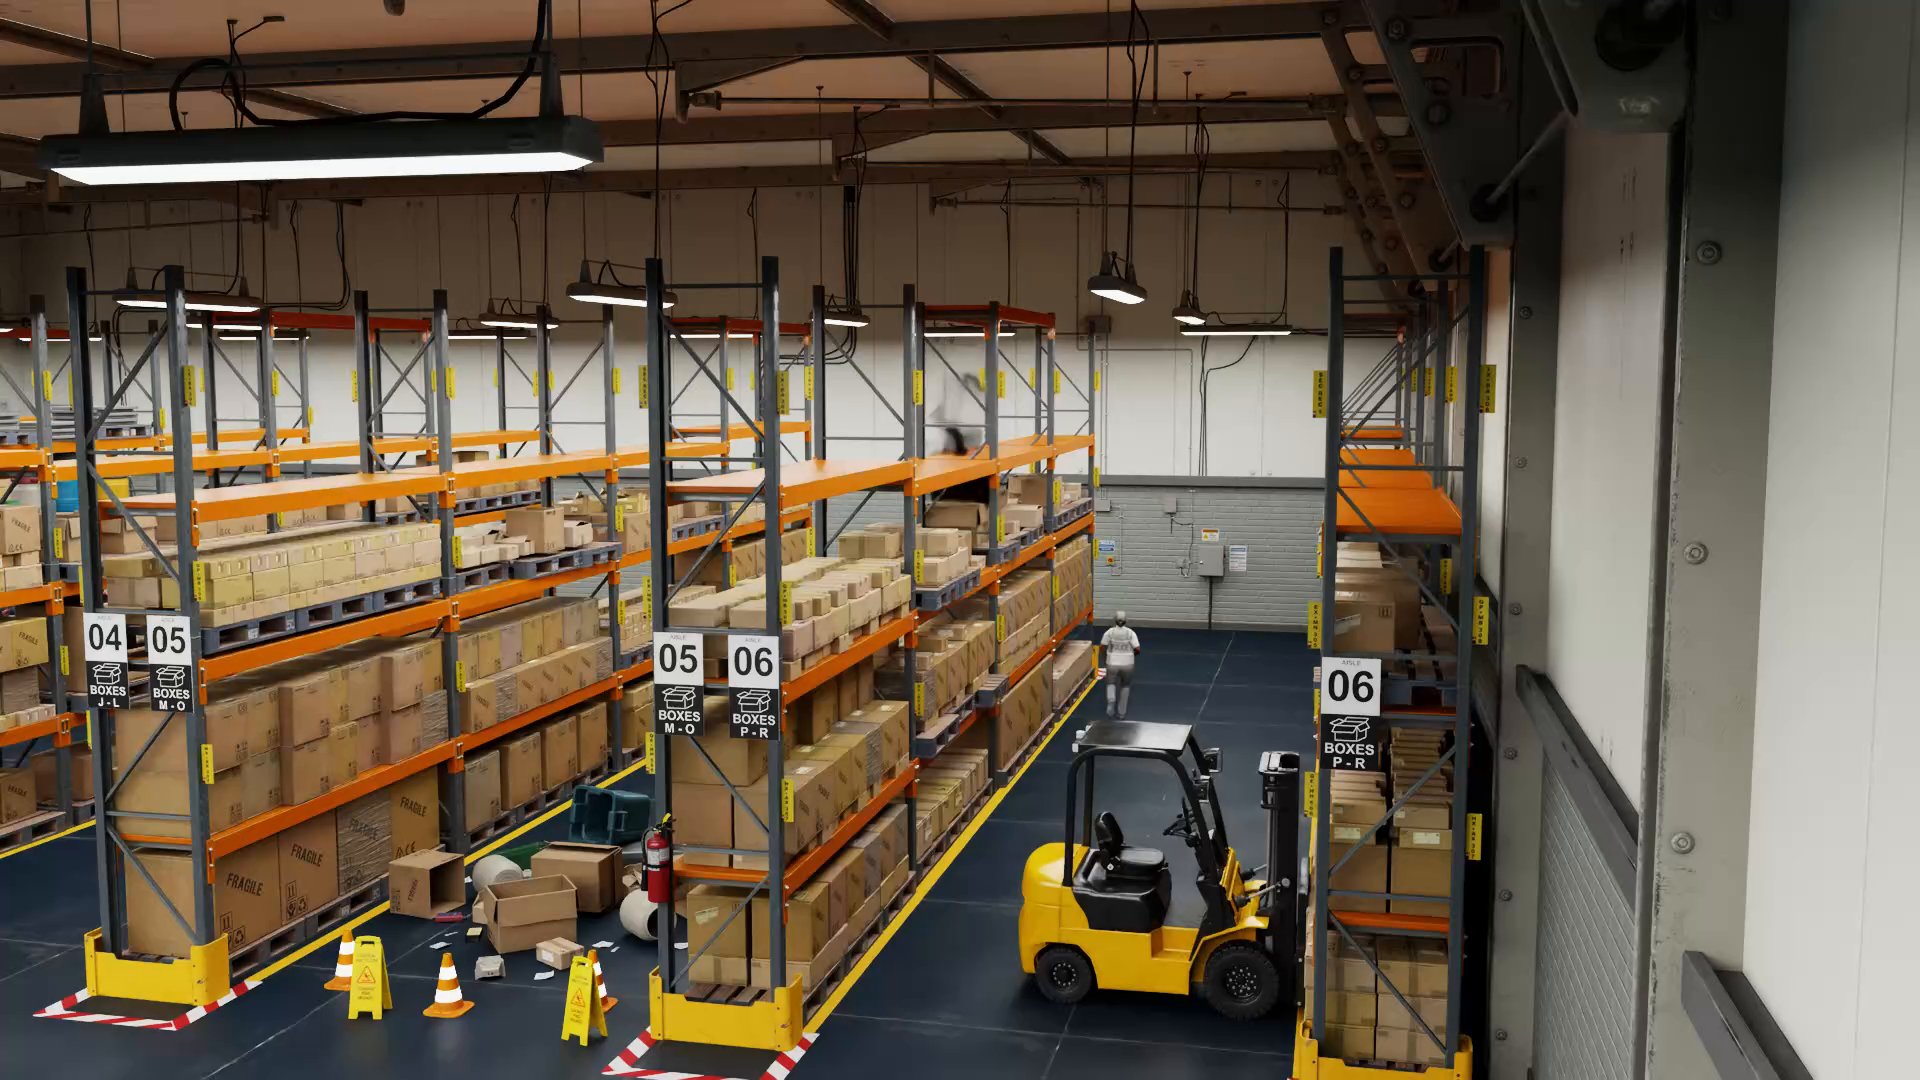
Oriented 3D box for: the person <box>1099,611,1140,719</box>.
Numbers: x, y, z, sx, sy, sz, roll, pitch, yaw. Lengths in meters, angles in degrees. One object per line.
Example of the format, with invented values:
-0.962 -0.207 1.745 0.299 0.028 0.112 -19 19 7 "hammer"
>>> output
2.374 1.848 24.688 0.603 1.616 0.573 1 6 8 "person"
